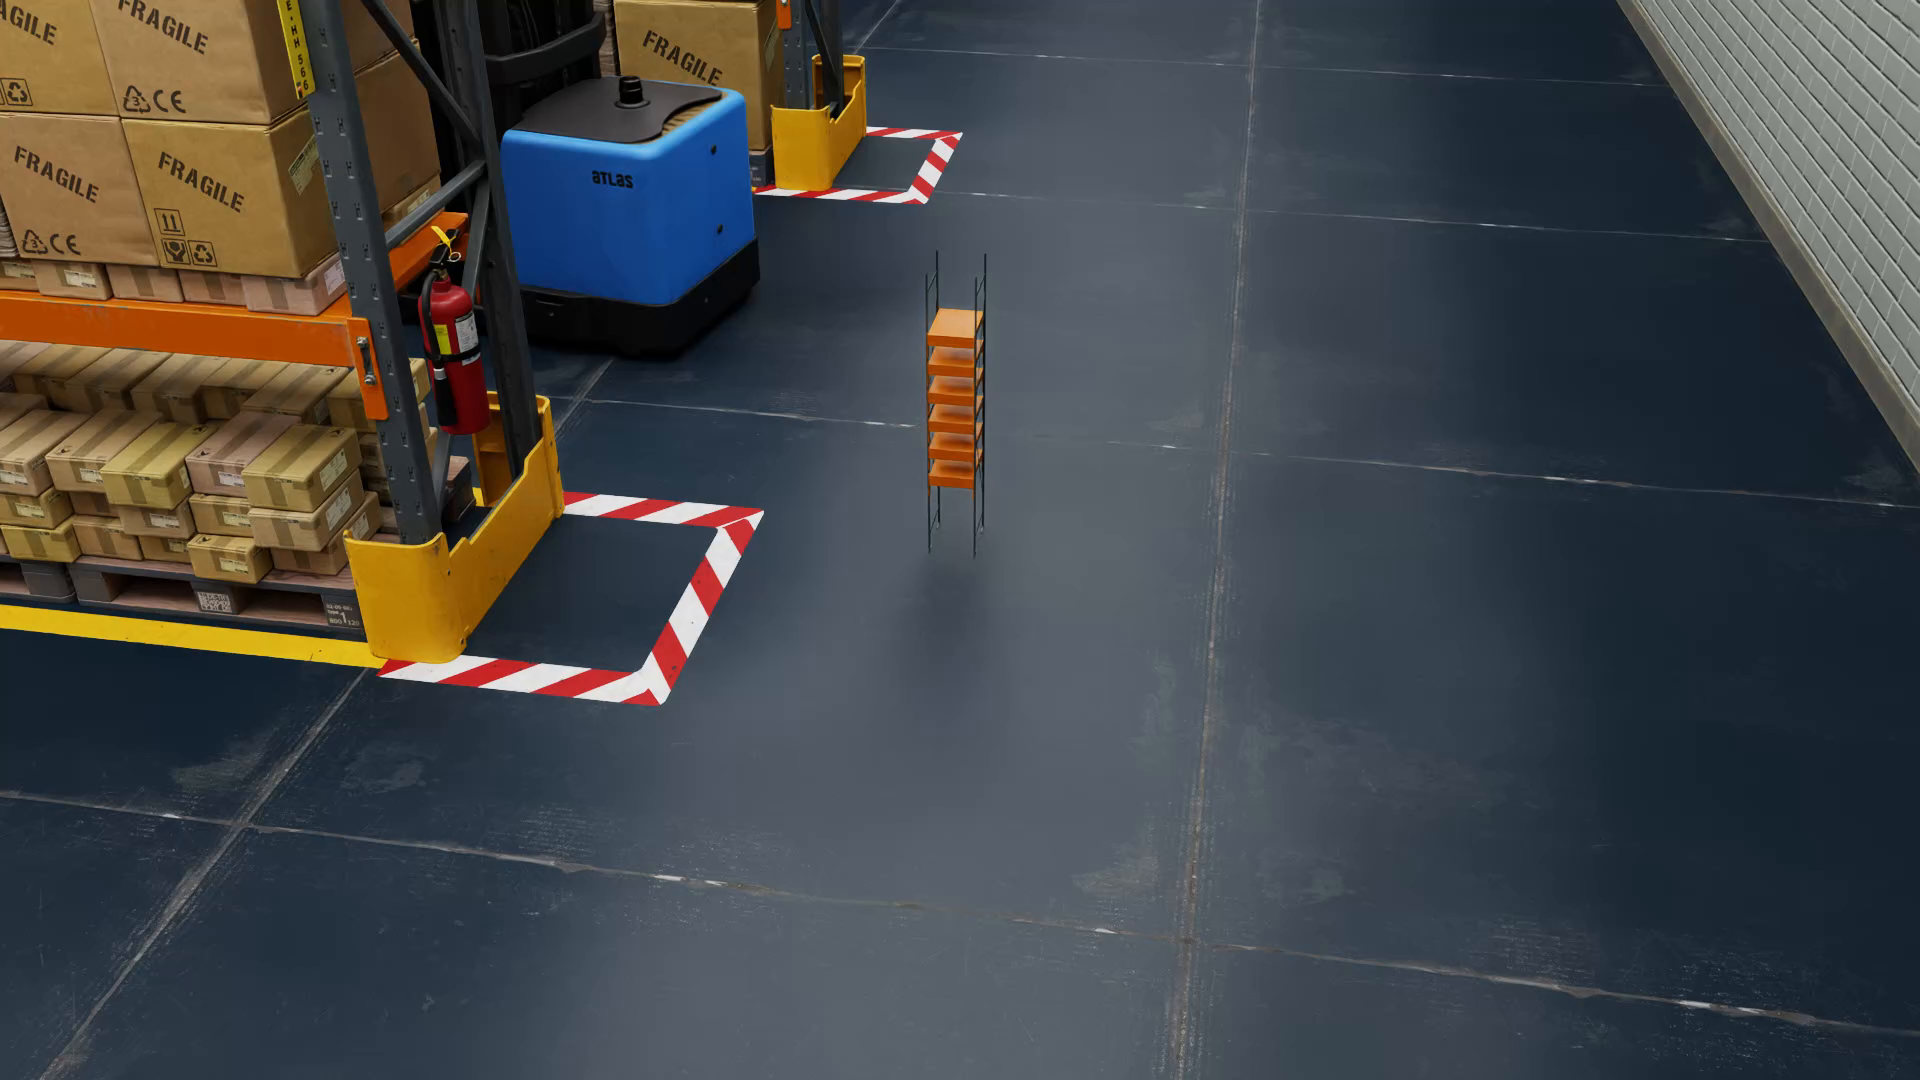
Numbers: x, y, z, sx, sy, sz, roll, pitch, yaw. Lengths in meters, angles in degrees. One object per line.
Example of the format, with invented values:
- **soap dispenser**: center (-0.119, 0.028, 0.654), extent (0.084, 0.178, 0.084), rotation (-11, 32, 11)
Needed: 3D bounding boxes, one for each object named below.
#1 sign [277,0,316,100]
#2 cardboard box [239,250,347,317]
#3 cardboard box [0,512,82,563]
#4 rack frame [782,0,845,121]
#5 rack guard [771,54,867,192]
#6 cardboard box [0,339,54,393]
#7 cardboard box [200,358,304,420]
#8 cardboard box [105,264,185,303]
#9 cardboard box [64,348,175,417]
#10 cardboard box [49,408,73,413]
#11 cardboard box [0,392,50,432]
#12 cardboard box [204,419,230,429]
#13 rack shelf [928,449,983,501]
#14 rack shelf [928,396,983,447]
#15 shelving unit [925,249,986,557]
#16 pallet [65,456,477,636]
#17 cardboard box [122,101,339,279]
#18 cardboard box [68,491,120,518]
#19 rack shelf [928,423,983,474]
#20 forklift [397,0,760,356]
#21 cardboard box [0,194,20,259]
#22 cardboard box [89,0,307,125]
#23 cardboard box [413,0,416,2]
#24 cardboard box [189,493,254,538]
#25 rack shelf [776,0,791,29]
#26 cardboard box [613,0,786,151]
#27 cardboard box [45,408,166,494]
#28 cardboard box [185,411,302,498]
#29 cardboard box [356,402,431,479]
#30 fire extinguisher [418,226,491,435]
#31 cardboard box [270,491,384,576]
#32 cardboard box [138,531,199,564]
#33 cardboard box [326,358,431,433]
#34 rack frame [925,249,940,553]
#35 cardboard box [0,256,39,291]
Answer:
- **sign**: center (-1.949, -1.467, 4.877), extent (0.005, 0.325, 0.100), rotation (5, 32, 8)
- **cardboard box**: center (-2.204, -0.905, 5.606), extent (0.250, 0.149, 0.380), rotation (5, 32, 8)
- **cardboard box**: center (-3.413, -0.082, 6.344), extent (0.250, 0.149, 0.380), rotation (4, 32, 6)
- **rack frame**: center (-0.901, -3.715, 9.859), extent (0.127, 3.000, 1.000), rotation (5, 32, 8)
- **rack guard**: center (-0.878, -2.654, 10.518), extent (0.348, 0.500, 1.175), rotation (5, 32, 8)
- **cardboard box**: center (-3.859, -0.656, 6.701), extent (0.250, 0.149, 0.380), rotation (5, 32, 8)
- **cardboard box**: center (-2.814, -0.628, 6.656), extent (0.250, 0.149, 0.380), rotation (5, 32, 8)
- **cardboard box**: center (-2.693, -0.961, 5.696), extent (0.250, 0.149, 0.380), rotation (5, 32, 8)
- **cardboard box**: center (-3.344, -0.636, 6.670), extent (0.250, 0.149, 0.380), rotation (6, 33, 10)
- **cardboard box**: center (-3.612, -0.493, 6.721), extent (0.250, 0.149, 0.380), rotation (7, 33, 11)
- **cardboard box**: center (-3.675, -0.409, 6.306), extent (0.250, 0.149, 0.380), rotation (4, 32, 7)
- **cardboard box**: center (-2.825, -0.437, 6.631), extent (0.250, 0.149, 0.380), rotation (6, 32, 9)
- **rack shelf**: center (-0.014, -0.269, 6.585), extent (0.180, 0.103, 0.258), rotation (5, 32, 8)
- **rack shelf**: center (-0.014, -0.472, 6.457), extent (0.180, 0.103, 0.258), rotation (5, 32, 8)
- **shelving unit**: center (-0.014, -0.510, 6.434), extent (0.189, 1.200, 0.258), rotation (5, 32, 8)
- **pallet**: center (-2.705, -0.046, 6.625), extent (1.213, 0.211, 1.003), rotation (5, 32, 8)
- **cardboard box**: center (-2.322, -1.204, 5.472), extent (0.500, 0.500, 0.500), rotation (6, 33, 9)
- **cardboard box**: center (-3.164, -0.247, 6.328), extent (0.250, 0.149, 0.380), rotation (5, 32, 8)
- **rack shelf**: center (-0.014, -0.370, 6.521), extent (0.180, 0.103, 0.258), rotation (5, 32, 8)
- **forklift**: center (-2.632, -2.619, 8.172), extent (3.031, 2.935, 1.130), rotation (11, 34, 17)
- **cardboard box**: center (-3.330, -1.293, 5.614), extent (0.500, 0.500, 0.500), rotation (5, 32, 8)
- **cardboard box**: center (-2.328, -1.633, 5.215), extent (0.500, 0.500, 0.500), rotation (5, 32, 7)
- **cardboard box**: center (-3.320, -3.169, 10.592), extent (0.875, 0.875, 0.875), rotation (5, 32, 8)
- **cardboard box**: center (-2.652, -0.175, 6.214), extent (0.250, 0.149, 0.380), rotation (4, 32, 7)
- **rack shelf**: center (-2.873, -3.589, 10.335), extent (4.000, 0.370, 1.077), rotation (5, 32, 8)
- **cardboard box**: center (-1.546, -3.008, 10.335), extent (0.875, 0.875, 0.875), rotation (5, 32, 8)
- **cardboard box**: center (-3.159, -0.332, 6.184), extent (0.250, 0.149, 0.380), rotation (4, 32, 6)
- **cardboard box**: center (-2.638, -0.319, 6.163), extent (0.250, 0.149, 0.380), rotation (6, 33, 9)
- **cardboard box**: center (-2.309, -0.407, 6.584), extent (0.250, 0.149, 0.380), rotation (6, 33, 10)
- **fire extinguisher**: center (-1.665, -0.676, 5.426), extent (0.183, 0.674, 0.296), rotation (5, 32, 8)
- **cardboard box**: center (-2.389, -0.038, 6.274), extent (0.250, 0.149, 0.380), rotation (6, 32, 9)
- **cardboard box**: center (-2.906, -0.076, 6.336), extent (0.250, 0.149, 0.380), rotation (5, 32, 8)
- **cardboard box**: center (-2.295, -0.576, 6.574), extent (0.250, 0.149, 0.380), rotation (4, 32, 6)
- **rack frame**: center (-0.104, -0.518, 6.447), extent (0.006, 1.200, 0.240), rotation (5, 32, 8)
- **cardboard box**: center (-3.203, -1.011, 5.775), extent (0.250, 0.149, 0.380), rotation (4, 32, 6)
